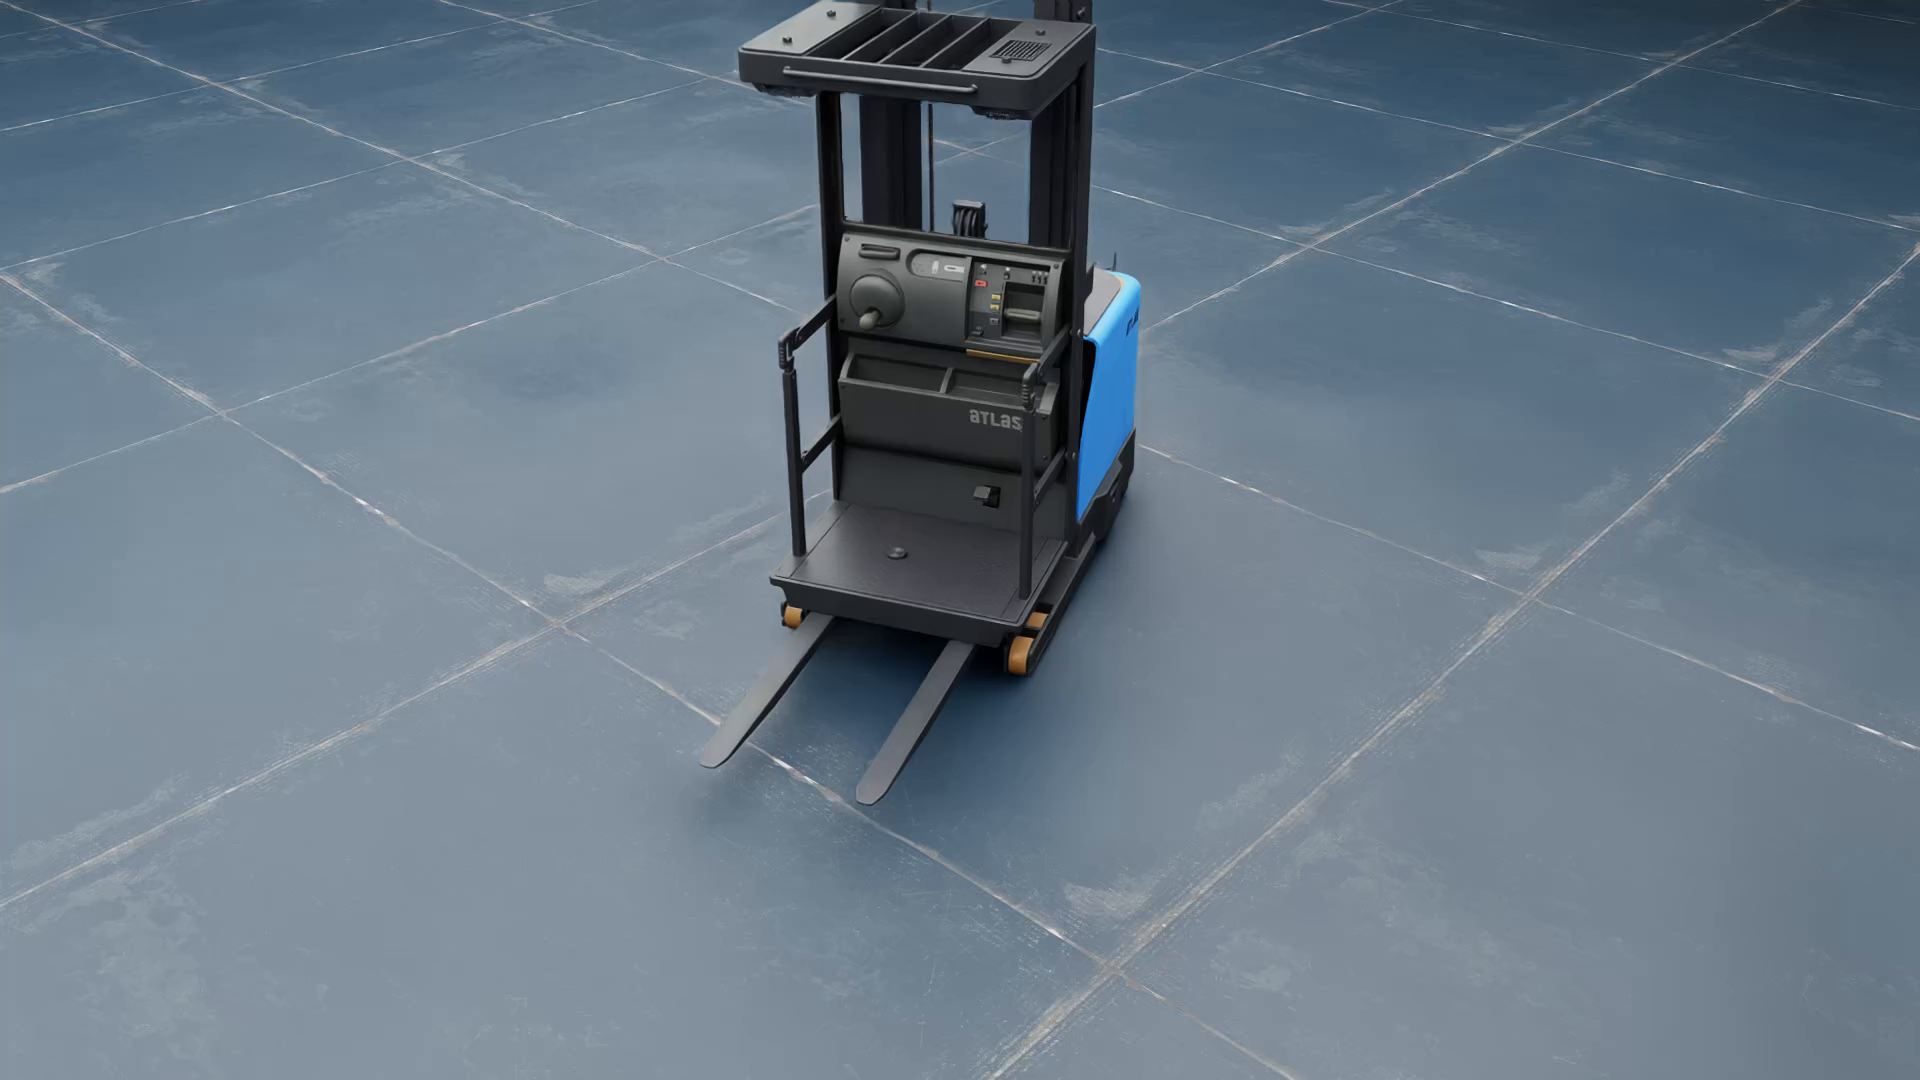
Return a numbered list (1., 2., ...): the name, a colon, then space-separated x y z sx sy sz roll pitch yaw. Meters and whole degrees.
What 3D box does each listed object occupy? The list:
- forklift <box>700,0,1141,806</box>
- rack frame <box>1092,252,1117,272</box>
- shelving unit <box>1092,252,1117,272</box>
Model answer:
1. forklift: -0.117 -0.936 6.463 1.130 2.935 3.031 10 33 17
2. rack frame: 0.675 -0.894 8.208 0.008 1.050 0.200 23 35 33
3. shelving unit: 0.581 -0.935 8.274 0.252 1.050 0.215 23 35 33
